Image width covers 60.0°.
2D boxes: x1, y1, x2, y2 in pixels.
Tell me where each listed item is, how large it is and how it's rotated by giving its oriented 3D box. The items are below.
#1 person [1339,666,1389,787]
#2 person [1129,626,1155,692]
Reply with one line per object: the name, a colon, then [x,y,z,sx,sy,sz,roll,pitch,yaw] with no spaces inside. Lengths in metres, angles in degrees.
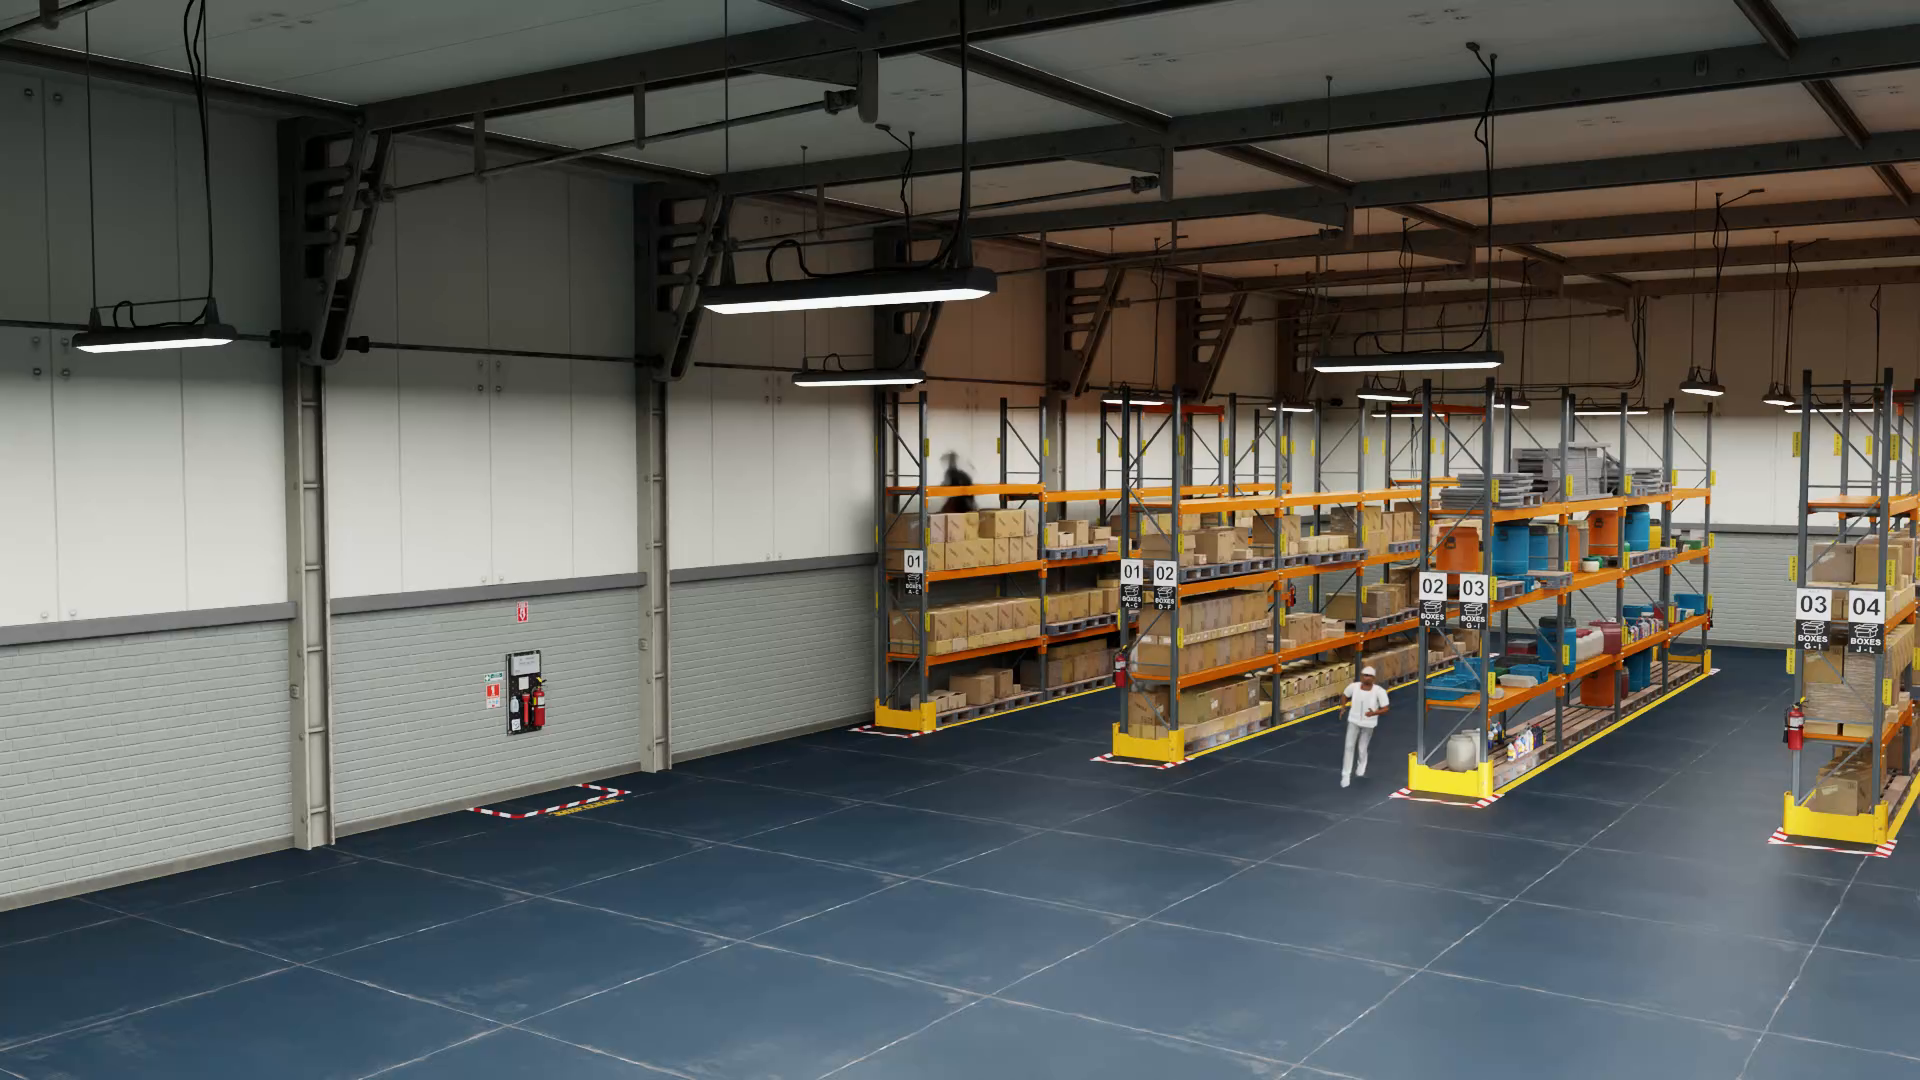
person: [6.025,2.753,24.826,0.728,1.761,0.923,1,3,23]
person: [3.320,2.422,30.105,0.662,1.768,0.989,1,4,25]
